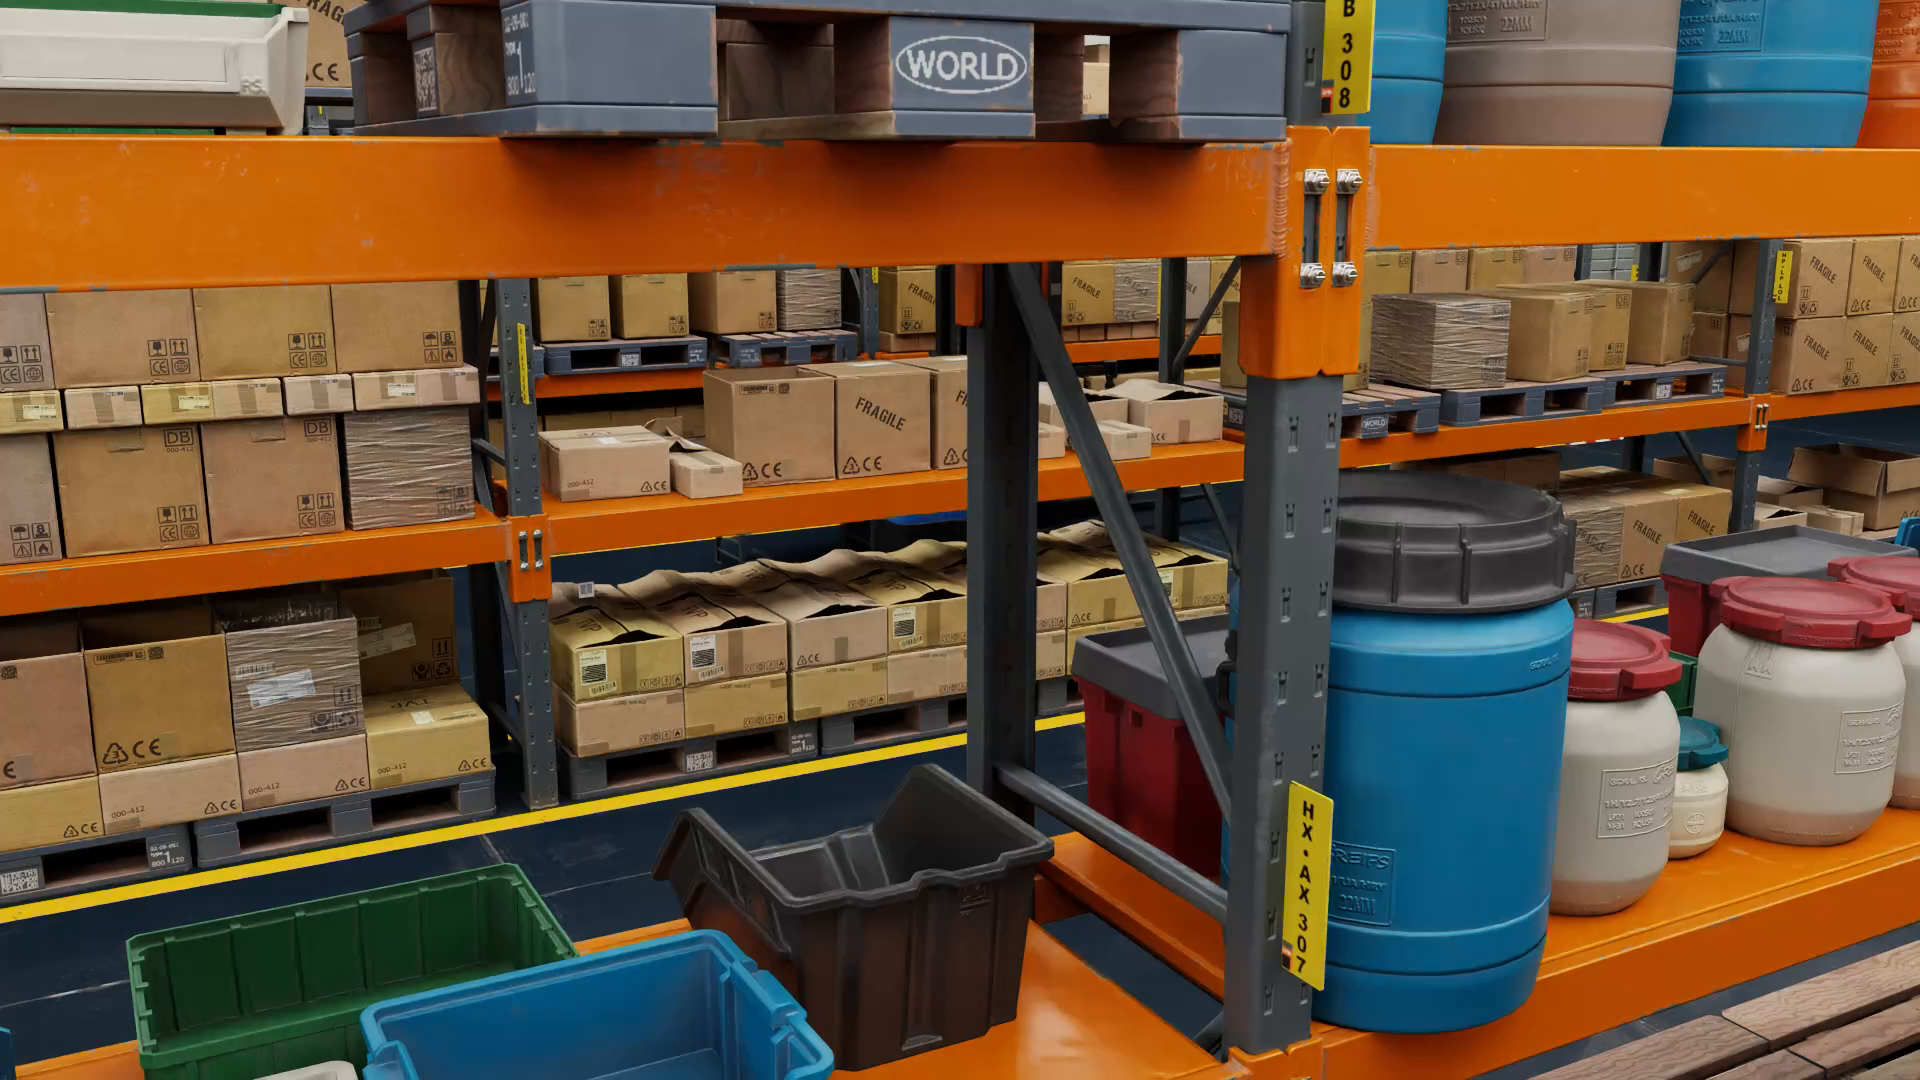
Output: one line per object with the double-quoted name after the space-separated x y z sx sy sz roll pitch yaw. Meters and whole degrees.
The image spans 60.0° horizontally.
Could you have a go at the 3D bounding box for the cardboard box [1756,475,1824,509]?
5.978 -0.309 12.272 0.500 0.311 0.500 -7 14 -28 "cardboard box"

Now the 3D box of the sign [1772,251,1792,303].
5.225 -1.671 10.564 0.005 0.325 0.100 -7 14 -28 "sign"

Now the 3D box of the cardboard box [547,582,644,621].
-1.848 0.394 8.054 0.500 0.311 0.500 -7 14 -28 "cardboard box"

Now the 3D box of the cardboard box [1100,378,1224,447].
1.105 -0.718 9.172 0.500 0.311 0.500 -6 14 -24 "cardboard box"

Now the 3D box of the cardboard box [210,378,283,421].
-2.879 -0.585 6.671 0.250 0.149 0.380 -7 14 -28 "cardboard box"

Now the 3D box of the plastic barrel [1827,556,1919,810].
2.272 0.337 3.972 0.433 0.535 0.433 0 13 0 "plastic barrel"

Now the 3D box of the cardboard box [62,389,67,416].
-3.524 -0.609 6.778 0.250 0.149 0.380 -7 15 -30 "cardboard box"

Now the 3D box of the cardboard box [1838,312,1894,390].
5.981 -1.317 11.401 0.500 0.500 0.500 -7 14 -27 "cardboard box"

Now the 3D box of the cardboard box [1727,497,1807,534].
5.428 -0.118 11.423 0.500 0.311 0.500 -7 14 -28 "cardboard box"

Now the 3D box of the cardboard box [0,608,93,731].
-3.939 0.546 6.947 0.500 0.500 0.500 -7 14 -28 "cardboard box"

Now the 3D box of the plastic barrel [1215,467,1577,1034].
0.788 0.357 3.048 0.708 0.901 0.600 -7 14 -28 "plastic barrel"

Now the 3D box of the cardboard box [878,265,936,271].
-0.385 -2.317 13.412 0.500 0.250 0.500 -6 14 -27 "cardboard box"

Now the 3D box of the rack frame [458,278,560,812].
-2.066 -0.371 7.425 0.127 3.000 1.000 -7 14 -28 "rack frame"

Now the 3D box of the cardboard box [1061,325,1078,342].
0.809 -1.787 14.243 0.250 0.149 0.380 -7 14 -28 "cardboard box"

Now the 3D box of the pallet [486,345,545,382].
-3.702 -1.284 11.919 1.213 0.211 1.003 -7 14 -28 "pallet"

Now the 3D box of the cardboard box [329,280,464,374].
-2.453 -1.005 7.059 0.500 0.500 0.700 -7 14 -28 "cardboard box"

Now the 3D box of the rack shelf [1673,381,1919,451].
6.711 -1.072 12.179 4.000 0.370 1.077 -7 14 -28 "rack shelf"

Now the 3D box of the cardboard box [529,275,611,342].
-2.923 -1.768 12.405 0.500 0.500 0.700 -5 14 -20 "cardboard box"

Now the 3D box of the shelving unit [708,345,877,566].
-1.174 -0.580 11.772 1.048 1.500 0.538 -7 15 -29 "shelving unit"

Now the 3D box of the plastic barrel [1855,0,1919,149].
2.416 -1.396 4.172 0.708 0.830 0.600 -7 14 -28 "plastic barrel"

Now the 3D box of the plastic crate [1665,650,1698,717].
1.697 0.450 4.261 0.662 0.188 0.450 -7 14 -28 "plastic crate"

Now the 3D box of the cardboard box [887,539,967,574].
-0.061 0.180 9.007 0.500 0.311 0.500 -7 15 -29 "cardboard box"

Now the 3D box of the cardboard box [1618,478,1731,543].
4.660 -0.101 10.915 0.500 0.500 0.500 -7 14 -28 "cardboard box"

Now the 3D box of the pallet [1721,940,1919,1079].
3.116 1.598 5.029 1.213 0.211 1.003 -7 14 -28 "pallet"

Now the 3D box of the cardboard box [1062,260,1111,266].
0.943 -2.479 14.132 0.500 0.250 0.500 -7 15 -29 "cardboard box"

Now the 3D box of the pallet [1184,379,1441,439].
2.006 -0.783 9.693 1.003 0.211 1.213 -7 14 -28 "pallet"

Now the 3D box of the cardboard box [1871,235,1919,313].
6.408 -1.853 11.505 0.500 0.500 0.500 -7 15 -30 "cardboard box"

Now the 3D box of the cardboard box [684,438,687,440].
-2.469 -0.566 12.983 0.500 0.500 0.700 -7 14 -28 "cardboard box"

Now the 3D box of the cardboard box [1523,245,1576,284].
5.647 -2.678 16.995 0.700 0.700 0.980 -6 14 -25 "cardboard box"

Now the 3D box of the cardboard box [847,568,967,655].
-0.235 0.335 8.319 0.500 0.311 0.500 -6 14 -26 "cardboard box"

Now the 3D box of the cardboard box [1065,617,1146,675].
0.649 0.502 8.852 0.500 0.250 0.500 -7 14 -29 "cardboard box"

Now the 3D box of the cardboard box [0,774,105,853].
-3.682 1.015 6.571 0.500 0.250 0.500 -7 14 -28 "cardboard box"

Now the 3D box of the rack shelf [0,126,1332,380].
-1.452 -0.318 1.997 4.000 0.370 1.077 -7 14 -28 "rack shelf"

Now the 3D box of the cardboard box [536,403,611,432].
-2.965 -0.869 12.623 0.500 0.250 0.500 -7 15 -29 "cardboard box"

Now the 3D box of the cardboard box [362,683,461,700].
-2.619 0.756 7.724 0.500 0.250 0.500 -7 14 -28 "cardboard box"

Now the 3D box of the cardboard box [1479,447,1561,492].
3.537 -0.464 10.824 0.500 0.250 0.500 -7 14 -28 "cardboard box"

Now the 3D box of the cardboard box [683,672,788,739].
-1.144 0.717 7.895 0.500 0.250 0.500 -6 14 -26 "cardboard box"

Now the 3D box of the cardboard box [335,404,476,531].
-2.453 -0.372 7.202 0.500 0.500 0.700 -7 15 -29 "cardboard box"

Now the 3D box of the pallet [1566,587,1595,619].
3.188 0.370 10.484 1.213 0.211 1.003 -7 14 -28 "pallet"

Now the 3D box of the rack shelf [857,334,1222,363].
0.823 -1.605 14.549 4.000 0.370 1.077 -7 14 -28 "rack shelf"

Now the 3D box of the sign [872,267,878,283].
-0.664 -2.169 12.957 0.005 0.325 0.100 -7 14 -28 "sign"

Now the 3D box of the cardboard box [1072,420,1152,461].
0.788 -0.521 8.666 0.250 0.149 0.380 -7 14 -28 "cardboard box"

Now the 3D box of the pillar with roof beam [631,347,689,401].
-0.425 -3.873 9.323 0.400 9.000 9.100 -7 14 -28 "pillar with roof beam"

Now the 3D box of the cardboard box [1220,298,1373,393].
1.943 -1.133 9.629 0.700 0.500 0.500 11 17 41 "cardboard box"

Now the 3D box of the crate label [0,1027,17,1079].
-1.721 0.742 2.400 0.616 0.435 0.502 -7 14 -28 "crate label"

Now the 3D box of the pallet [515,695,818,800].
-1.438 0.904 8.109 1.213 0.211 1.003 -7 14 -28 "pallet"

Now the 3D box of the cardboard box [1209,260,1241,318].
2.294 -2.273 14.928 0.500 0.500 0.500 -7 15 -29 "cardboard box"

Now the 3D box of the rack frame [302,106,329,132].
-4.443 -4.252 11.007 0.127 3.000 1.000 -7 14 -28 "rack frame"

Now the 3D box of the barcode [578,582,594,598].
-1.643 0.219 7.309 0.075 0.075 0.001 -7 14 -28 "barcode"

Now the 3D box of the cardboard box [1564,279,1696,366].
4.433 -1.459 11.078 0.700 0.500 0.500 11 17 41 "cardboard box"

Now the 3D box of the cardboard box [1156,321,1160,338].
1.755 -1.875 14.636 0.250 0.149 0.380 -7 14 -28 "cardboard box"

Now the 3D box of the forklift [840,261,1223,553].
0.631 -1.488 12.547 3.031 2.935 1.130 -7 15 -29 "forklift"

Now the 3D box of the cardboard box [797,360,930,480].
-0.482 -0.605 8.240 0.500 0.500 0.500 -7 14 -28 "cardboard box"

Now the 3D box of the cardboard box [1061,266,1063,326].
0.517 -2.057 13.965 0.500 0.500 0.500 -7 14 -28 "cardboard box"
